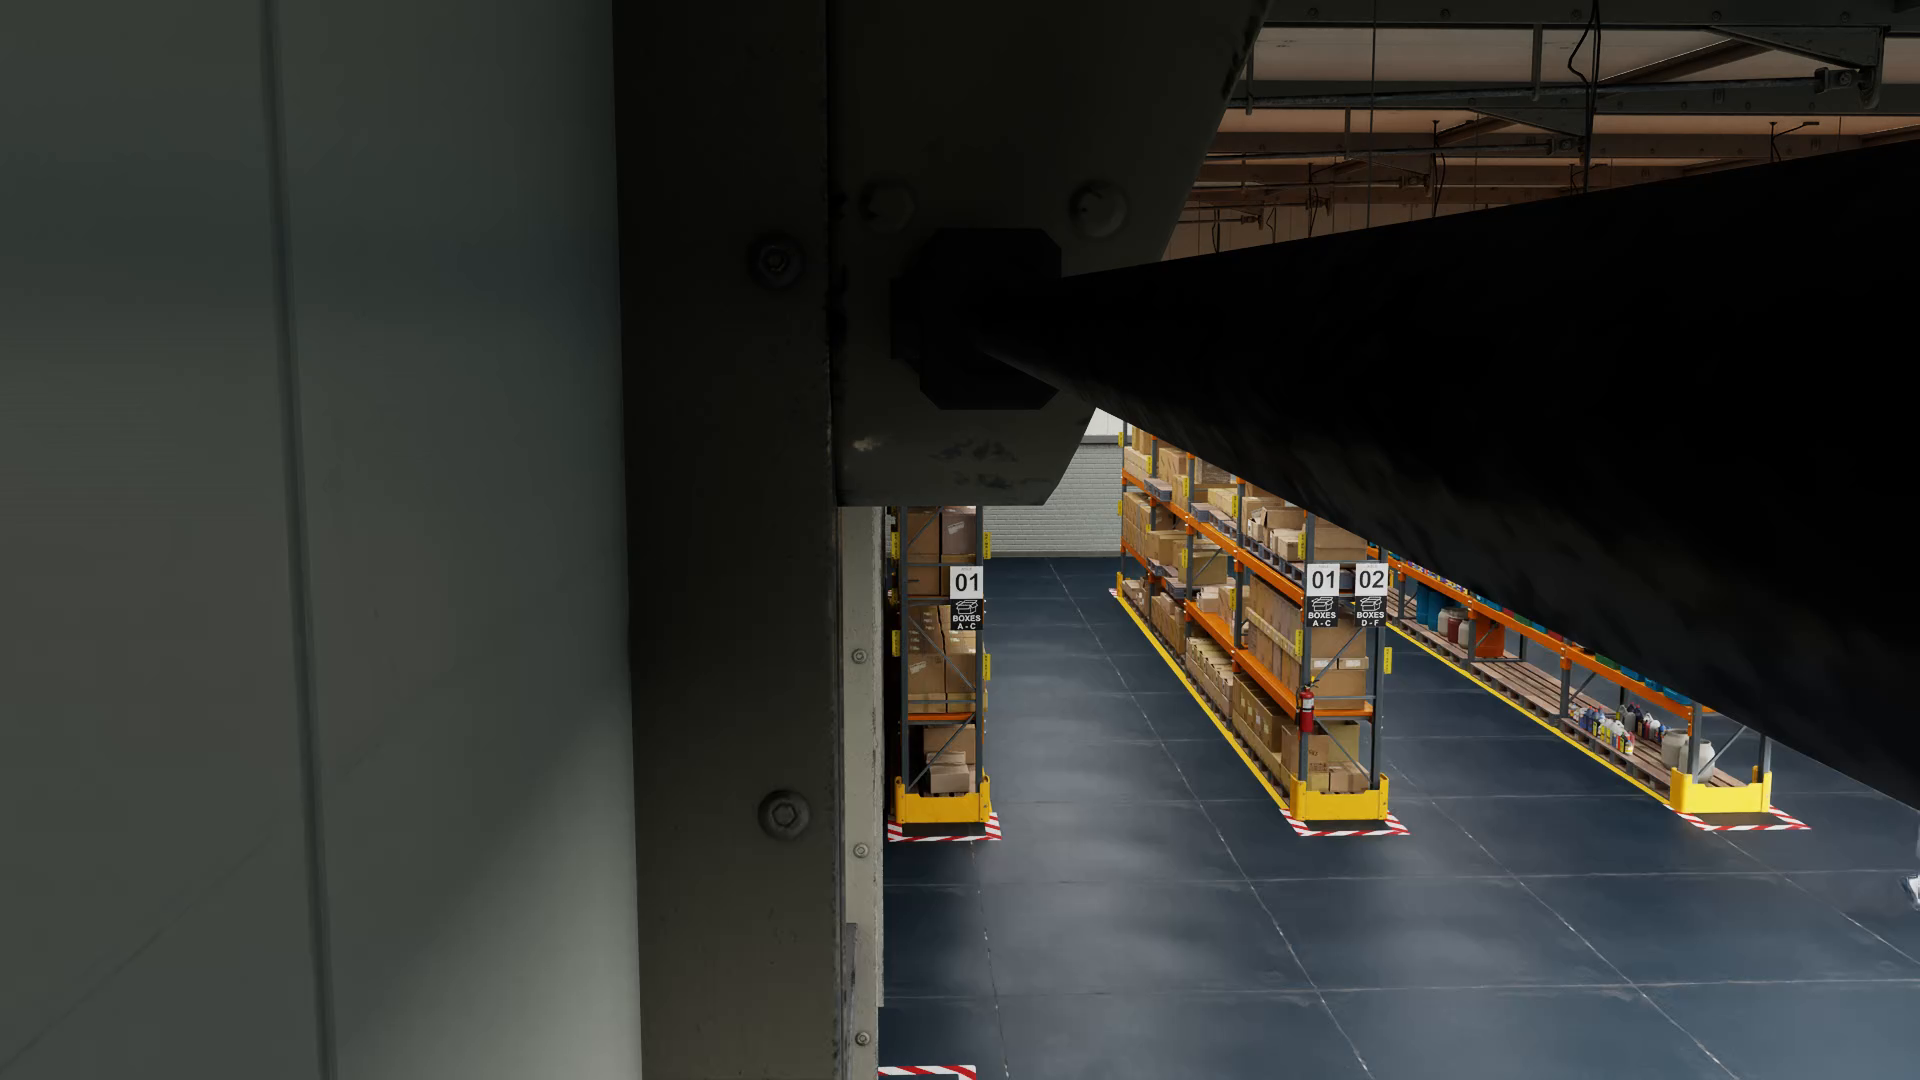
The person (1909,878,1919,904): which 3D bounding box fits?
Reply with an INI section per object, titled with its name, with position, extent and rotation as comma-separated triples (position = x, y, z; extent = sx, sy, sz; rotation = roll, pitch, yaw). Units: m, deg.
[person]
position = 10.181, 3.098, 17.037
extent = 0.720, 1.743, 0.711
rotation = 3, 8, 18
